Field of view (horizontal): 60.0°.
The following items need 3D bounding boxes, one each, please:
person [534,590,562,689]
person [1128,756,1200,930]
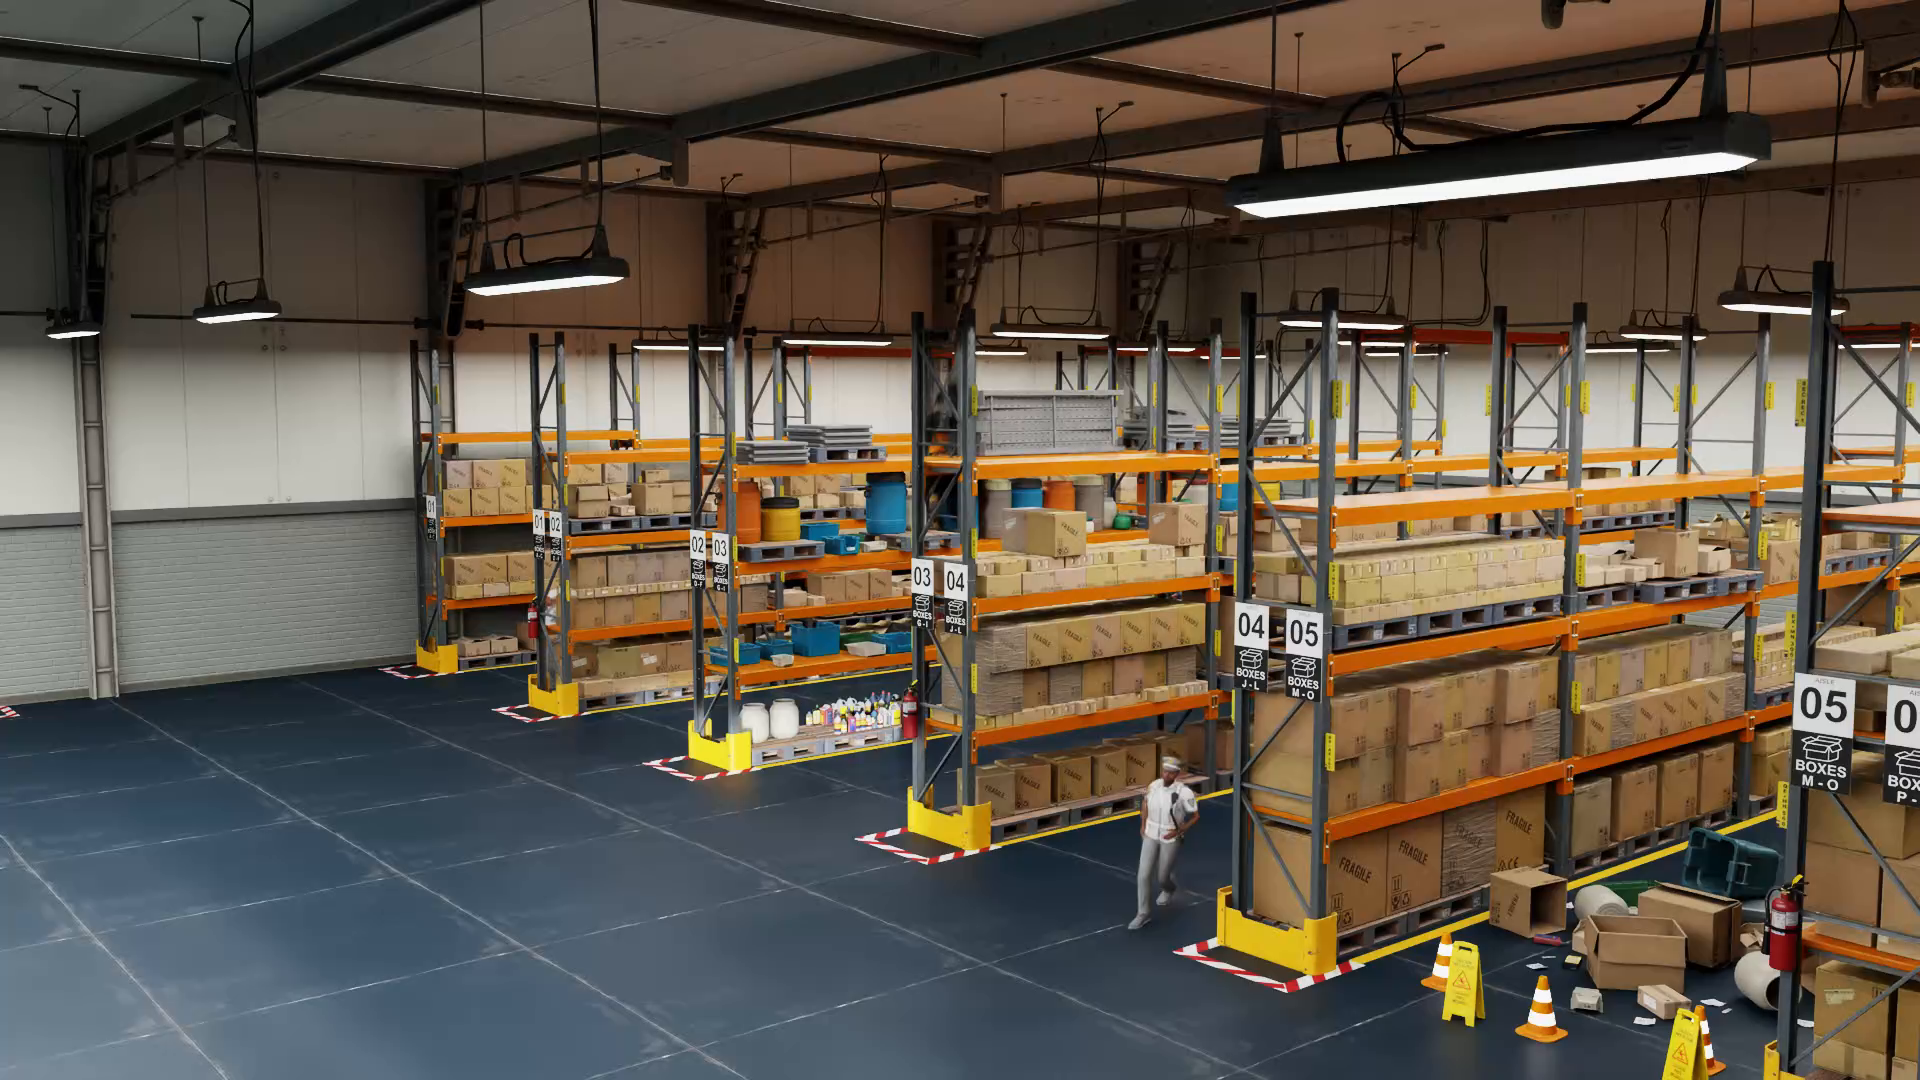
[{"bbox_3d":[-6.902,1.692,28.276,0.624,1.711,0.695,-4,7,-40],"label":"person"},{"bbox_3d":[2.005,2.874,16.000,0.625,1.661,0.788,3,6,30],"label":"person"}]
